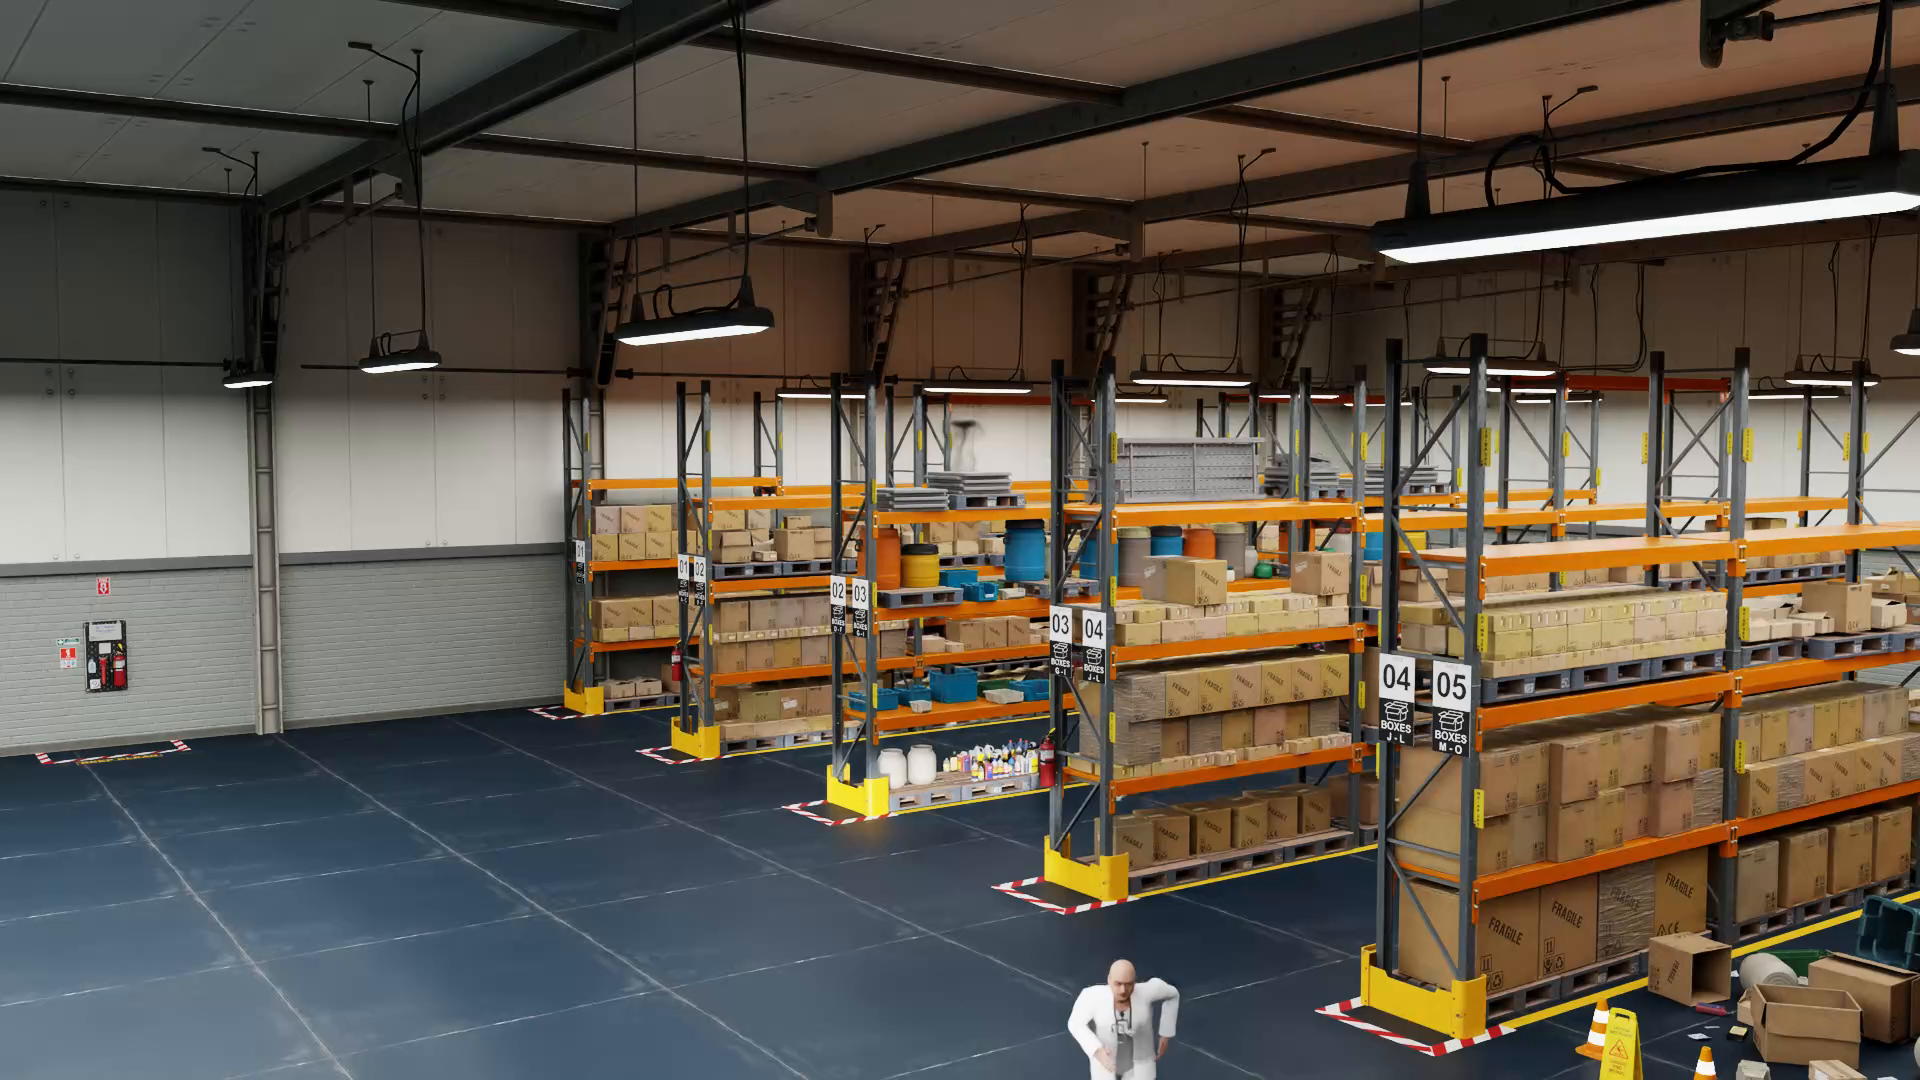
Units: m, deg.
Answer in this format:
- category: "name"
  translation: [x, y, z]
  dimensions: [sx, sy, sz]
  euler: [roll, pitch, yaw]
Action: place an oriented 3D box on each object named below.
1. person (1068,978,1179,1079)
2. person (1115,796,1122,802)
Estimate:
- category: "person"
  translation: [1.110, 3.695, 11.378]
  dimensions: [0.755, 1.572, 1.072]
  euler: [0, 4, 3]
- category: "person"
  translation: [2.436, 2.883, 23.580]
  dimensions: [0.605, 1.626, 0.951]
  euler: [3, 5, 38]
